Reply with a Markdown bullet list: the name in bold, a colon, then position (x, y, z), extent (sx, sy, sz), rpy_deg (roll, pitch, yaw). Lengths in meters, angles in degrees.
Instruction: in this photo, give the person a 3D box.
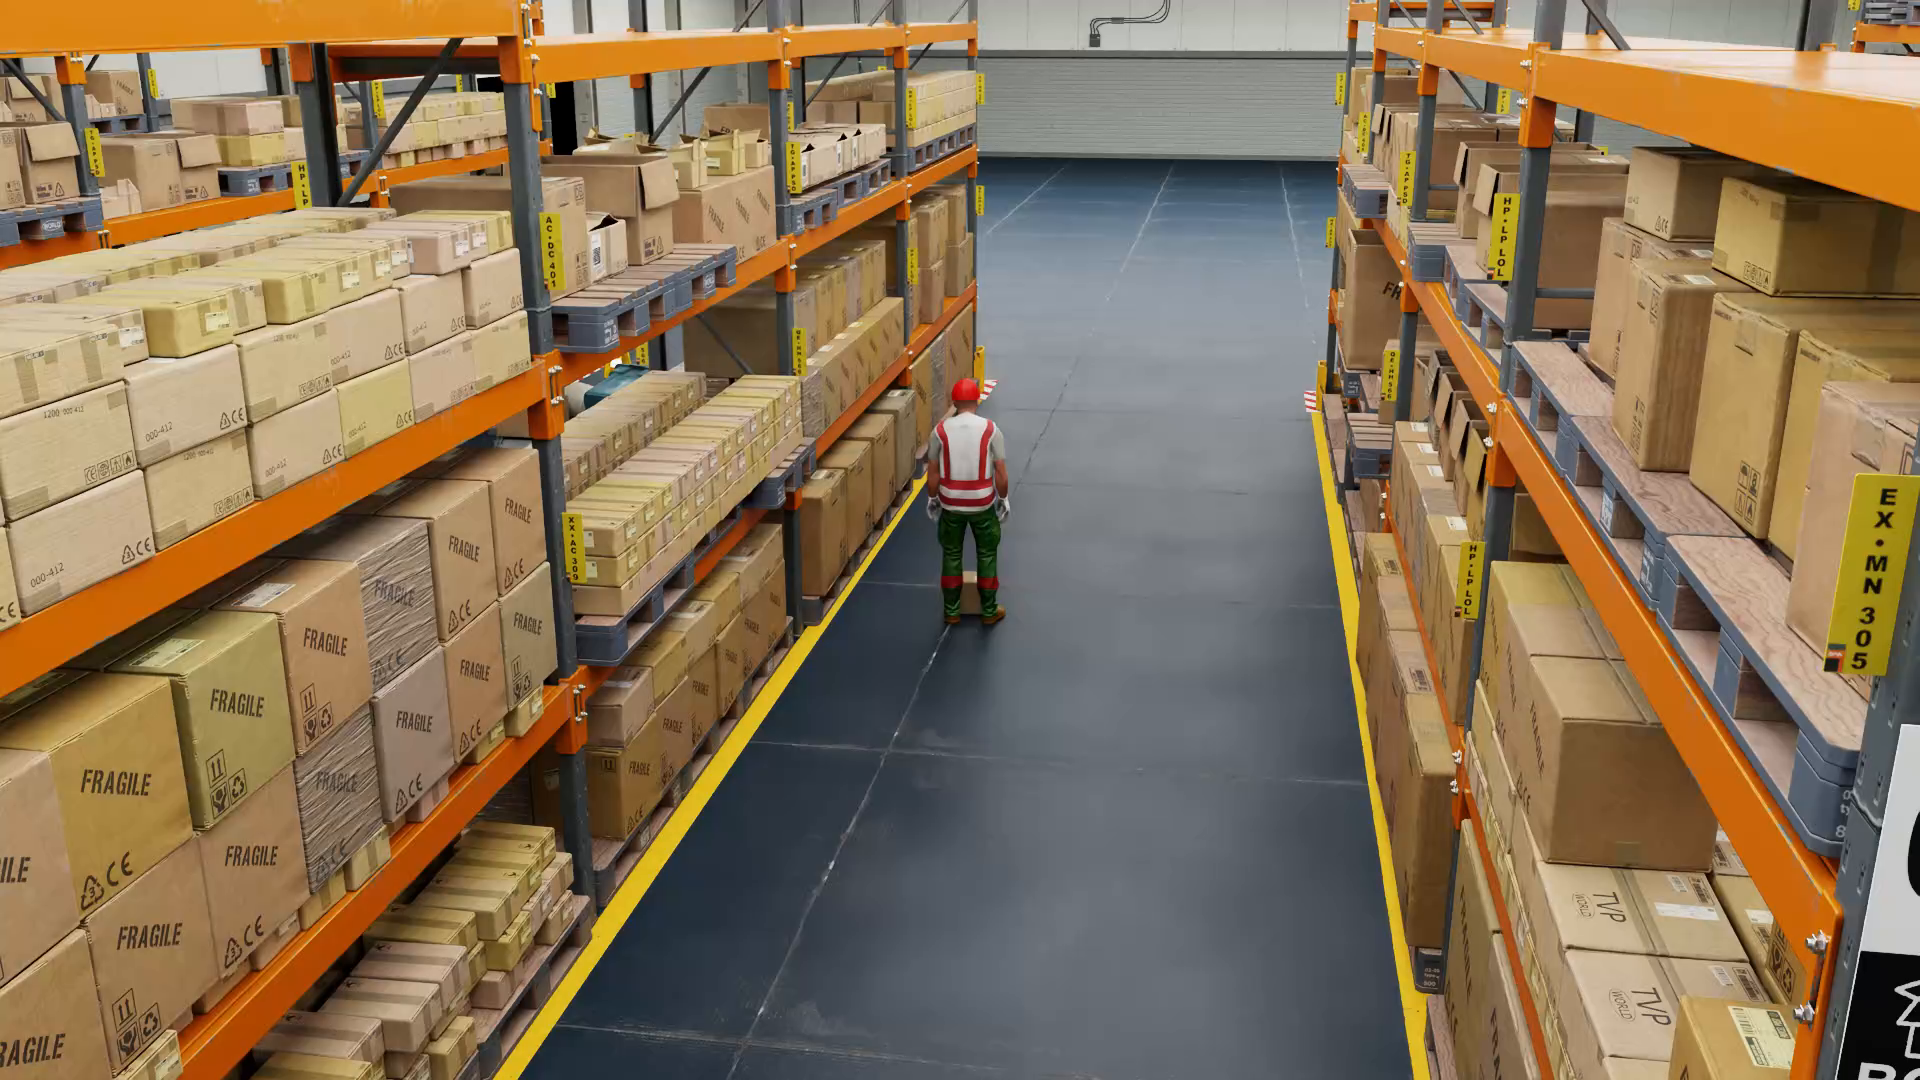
- **person**: position (0.069, -0.270, 11.875), extent (0.616, 1.778, 0.456), rpy_deg (2, 18, 7)
